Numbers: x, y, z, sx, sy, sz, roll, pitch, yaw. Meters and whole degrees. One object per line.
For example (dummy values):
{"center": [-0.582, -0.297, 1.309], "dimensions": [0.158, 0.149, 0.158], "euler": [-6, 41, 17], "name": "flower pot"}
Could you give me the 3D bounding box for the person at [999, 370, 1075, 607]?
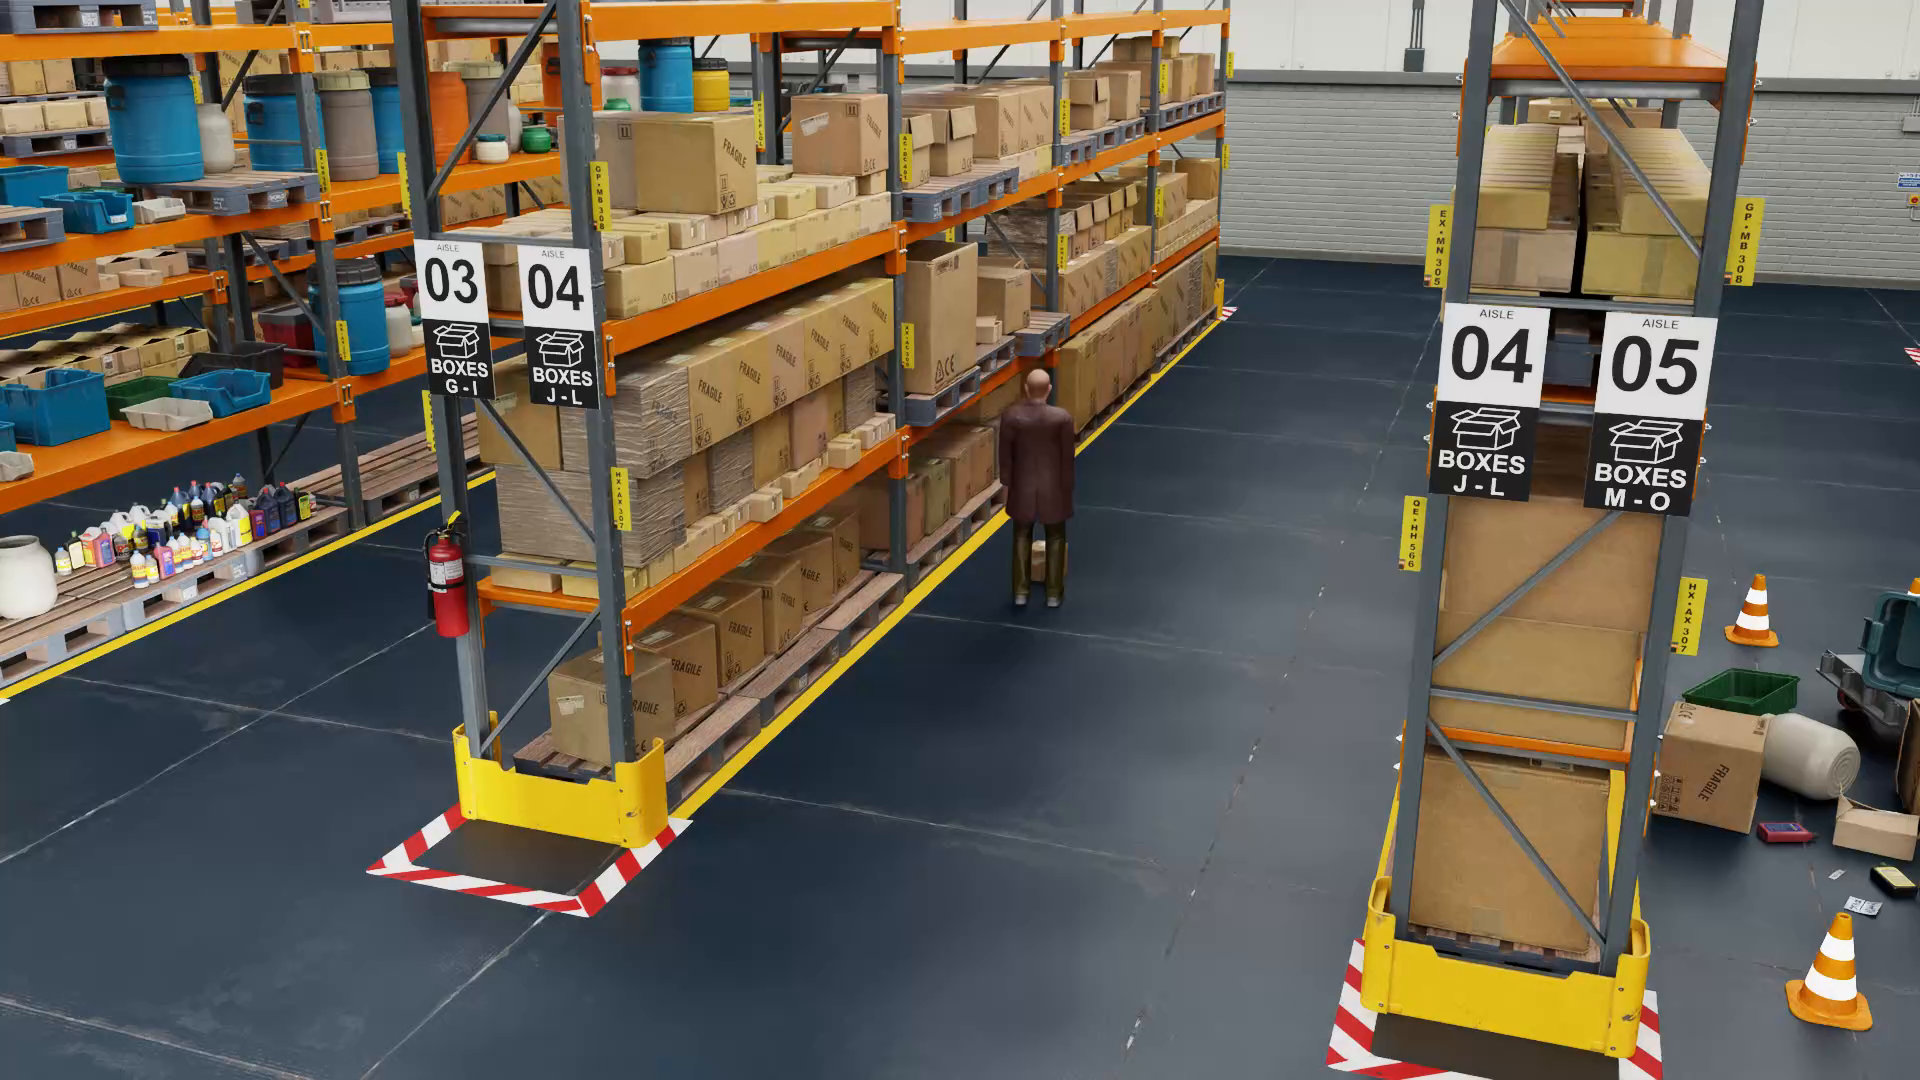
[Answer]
{"center": [0.569, -0.386, 12.281], "dimensions": [0.567, 1.770, 0.378], "euler": [4, 19, 11], "name": "person"}
